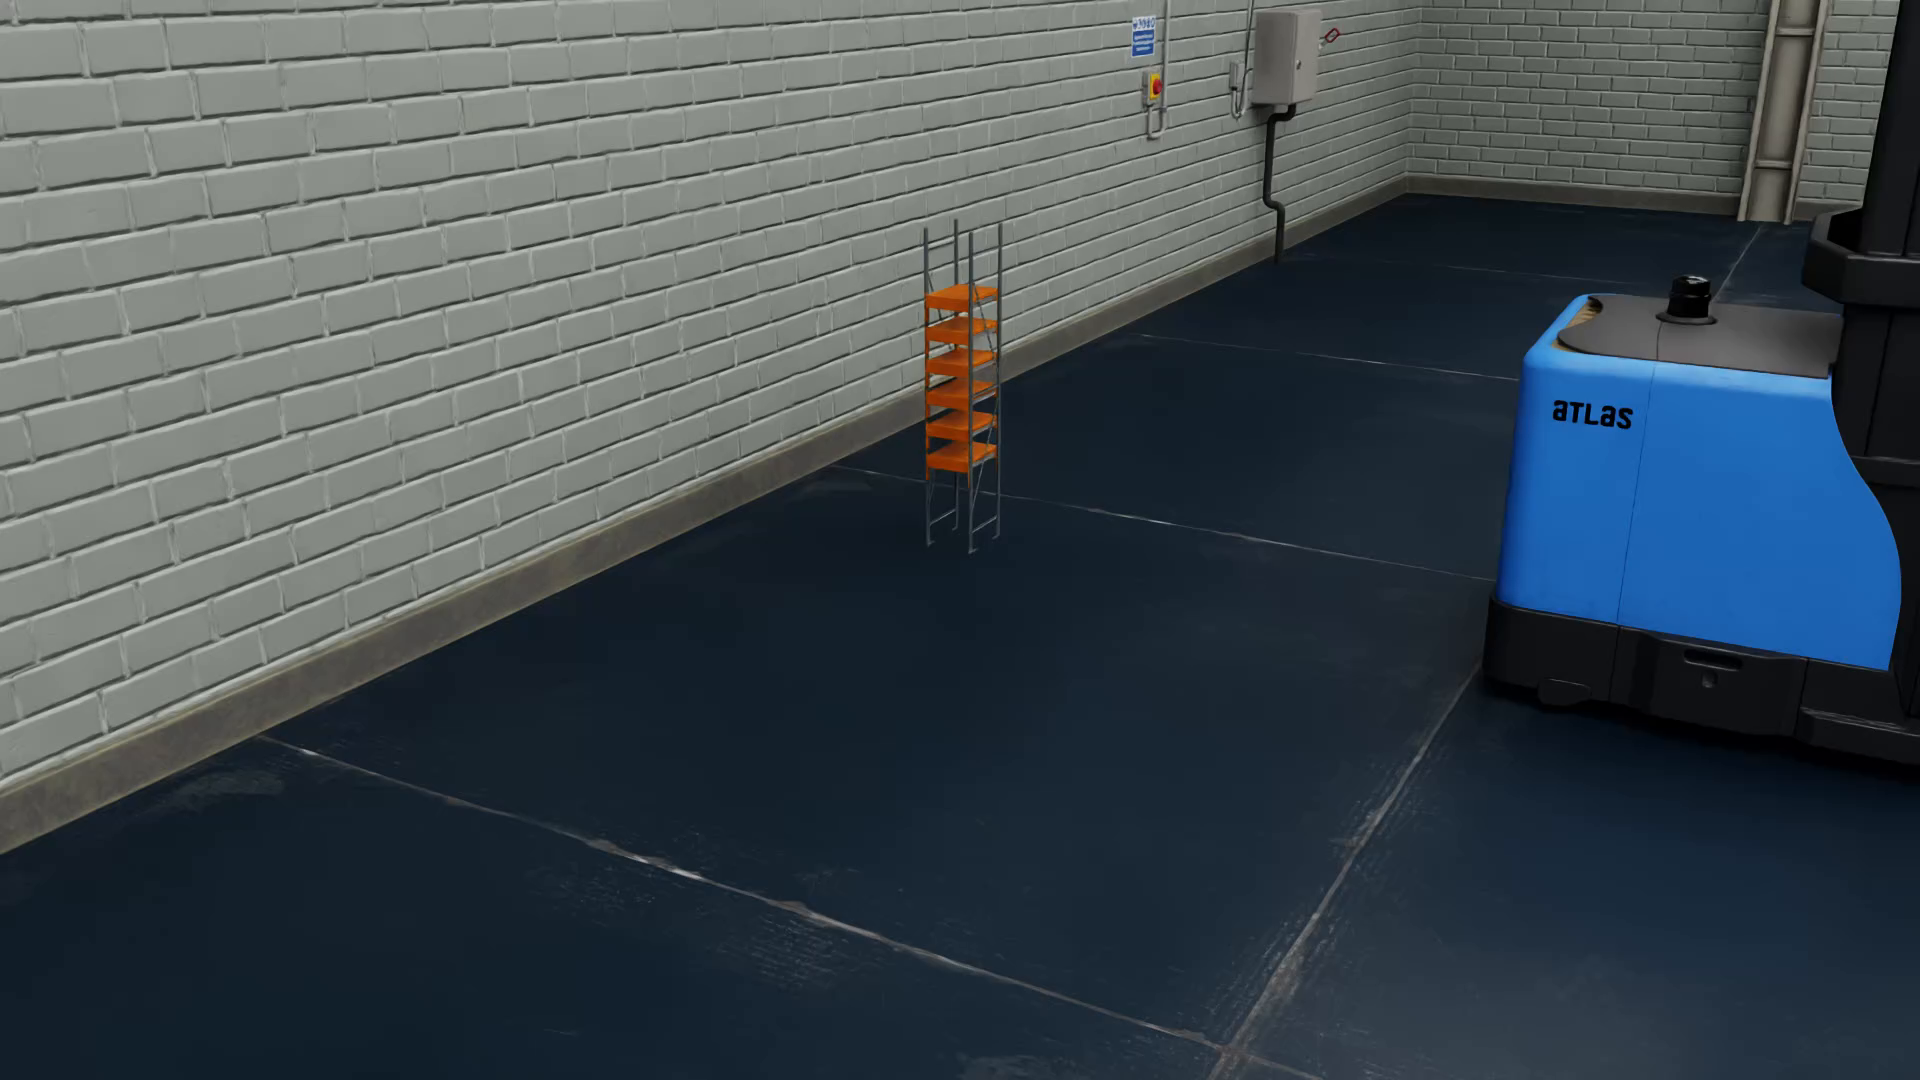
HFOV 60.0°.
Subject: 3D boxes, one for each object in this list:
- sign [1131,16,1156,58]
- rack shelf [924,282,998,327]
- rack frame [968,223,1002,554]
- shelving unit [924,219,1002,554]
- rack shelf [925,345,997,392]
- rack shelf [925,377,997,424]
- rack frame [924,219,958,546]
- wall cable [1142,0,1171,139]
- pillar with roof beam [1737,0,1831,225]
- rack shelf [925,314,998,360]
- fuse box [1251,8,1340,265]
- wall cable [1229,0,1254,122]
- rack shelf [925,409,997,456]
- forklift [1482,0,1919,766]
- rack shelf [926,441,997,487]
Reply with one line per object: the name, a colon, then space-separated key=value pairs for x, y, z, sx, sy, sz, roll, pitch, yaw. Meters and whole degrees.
sign: x=1.049 y=-2.877 z=9.500 sx=0.001 sy=0.218 sz=0.327 roll=11 pitch=23 yaw=27
rack shelf: x=0.013 y=-0.858 z=6.046 sx=0.180 sy=0.103 sz=0.258 roll=11 pitch=23 yaw=27
rack frame: x=0.093 y=-0.546 z=6.112 sx=0.006 sy=1.200 sz=0.240 roll=11 pitch=23 yaw=27
shelving unit: x=0.013 y=-0.562 z=6.154 sx=0.189 sy=1.200 sz=0.258 roll=11 pitch=23 yaw=27
rack shelf: x=0.013 y=-0.633 z=6.128 sx=0.180 sy=0.103 sz=0.258 roll=11 pitch=23 yaw=27
rack shelf: x=0.013 y=-0.520 z=6.169 sx=0.180 sy=0.103 sz=0.258 roll=11 pitch=23 yaw=27
rack frame: x=-0.067 y=-0.577 z=6.196 sx=0.006 sy=1.200 sz=0.240 roll=11 pitch=23 yaw=27
wall cable: x=1.126 y=-3.246 z=9.379 sx=0.123 sy=1.953 sz=0.585 roll=11 pitch=23 yaw=27
pillar with roof beam: x=4.464 y=-5.557 z=8.487 sx=0.400 sy=9.000 sz=9.100 roll=11 pitch=23 yaw=27
rack shelf: x=0.013 y=-0.745 z=6.087 sx=0.180 sy=0.103 sz=0.258 roll=11 pitch=23 yaw=27
fuse box: x=2.278 y=-2.749 z=11.434 sx=0.414 sy=1.711 sz=0.539 roll=11 pitch=23 yaw=27
wall cable: x=1.807 y=-3.655 z=10.554 sx=0.122 sy=1.984 sz=0.588 roll=11 pitch=23 yaw=27
rack shelf: x=0.013 y=-0.407 z=6.210 sx=0.180 sy=0.103 sz=0.258 roll=11 pitch=23 yaw=27
forklift: x=3.138 y=-0.814 z=4.311 sx=3.031 sy=2.935 sz=1.130 roll=10 pitch=22 yaw=26
rack shelf: x=0.013 y=-0.294 z=6.251 sx=0.180 sy=0.103 sz=0.258 roll=11 pitch=23 yaw=27
